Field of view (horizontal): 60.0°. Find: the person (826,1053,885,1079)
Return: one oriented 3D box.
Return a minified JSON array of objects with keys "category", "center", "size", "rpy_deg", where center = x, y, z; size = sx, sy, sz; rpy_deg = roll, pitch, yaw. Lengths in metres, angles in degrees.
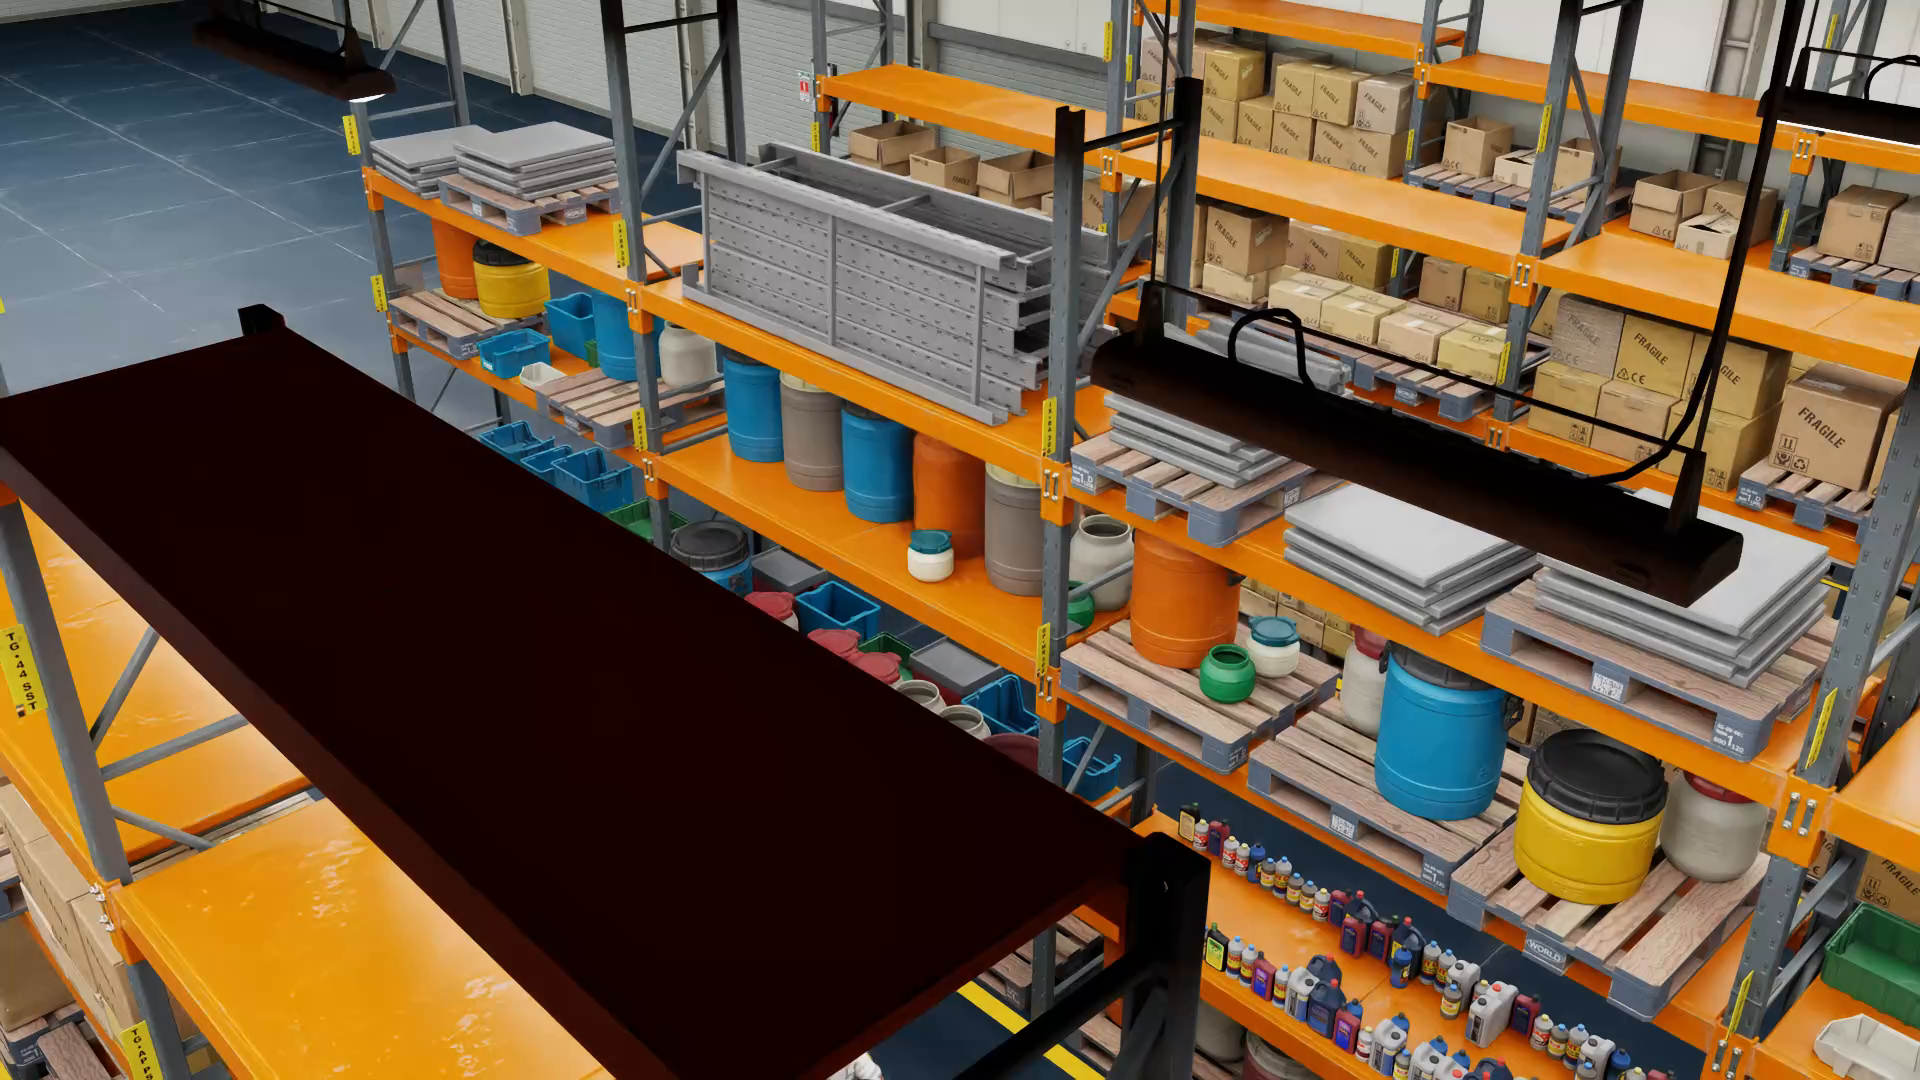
[{"category":"person","center":[-0.711,3.260,8.944],"size":[0.808,1.798,0.644],"rpy_deg":[22,35,35]}]

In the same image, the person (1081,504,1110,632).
[{"category":"person","center":[1.149,0.414,14.440],"size":[0.718,1.704,0.571],"rpy_deg":[10,30,18]}]
